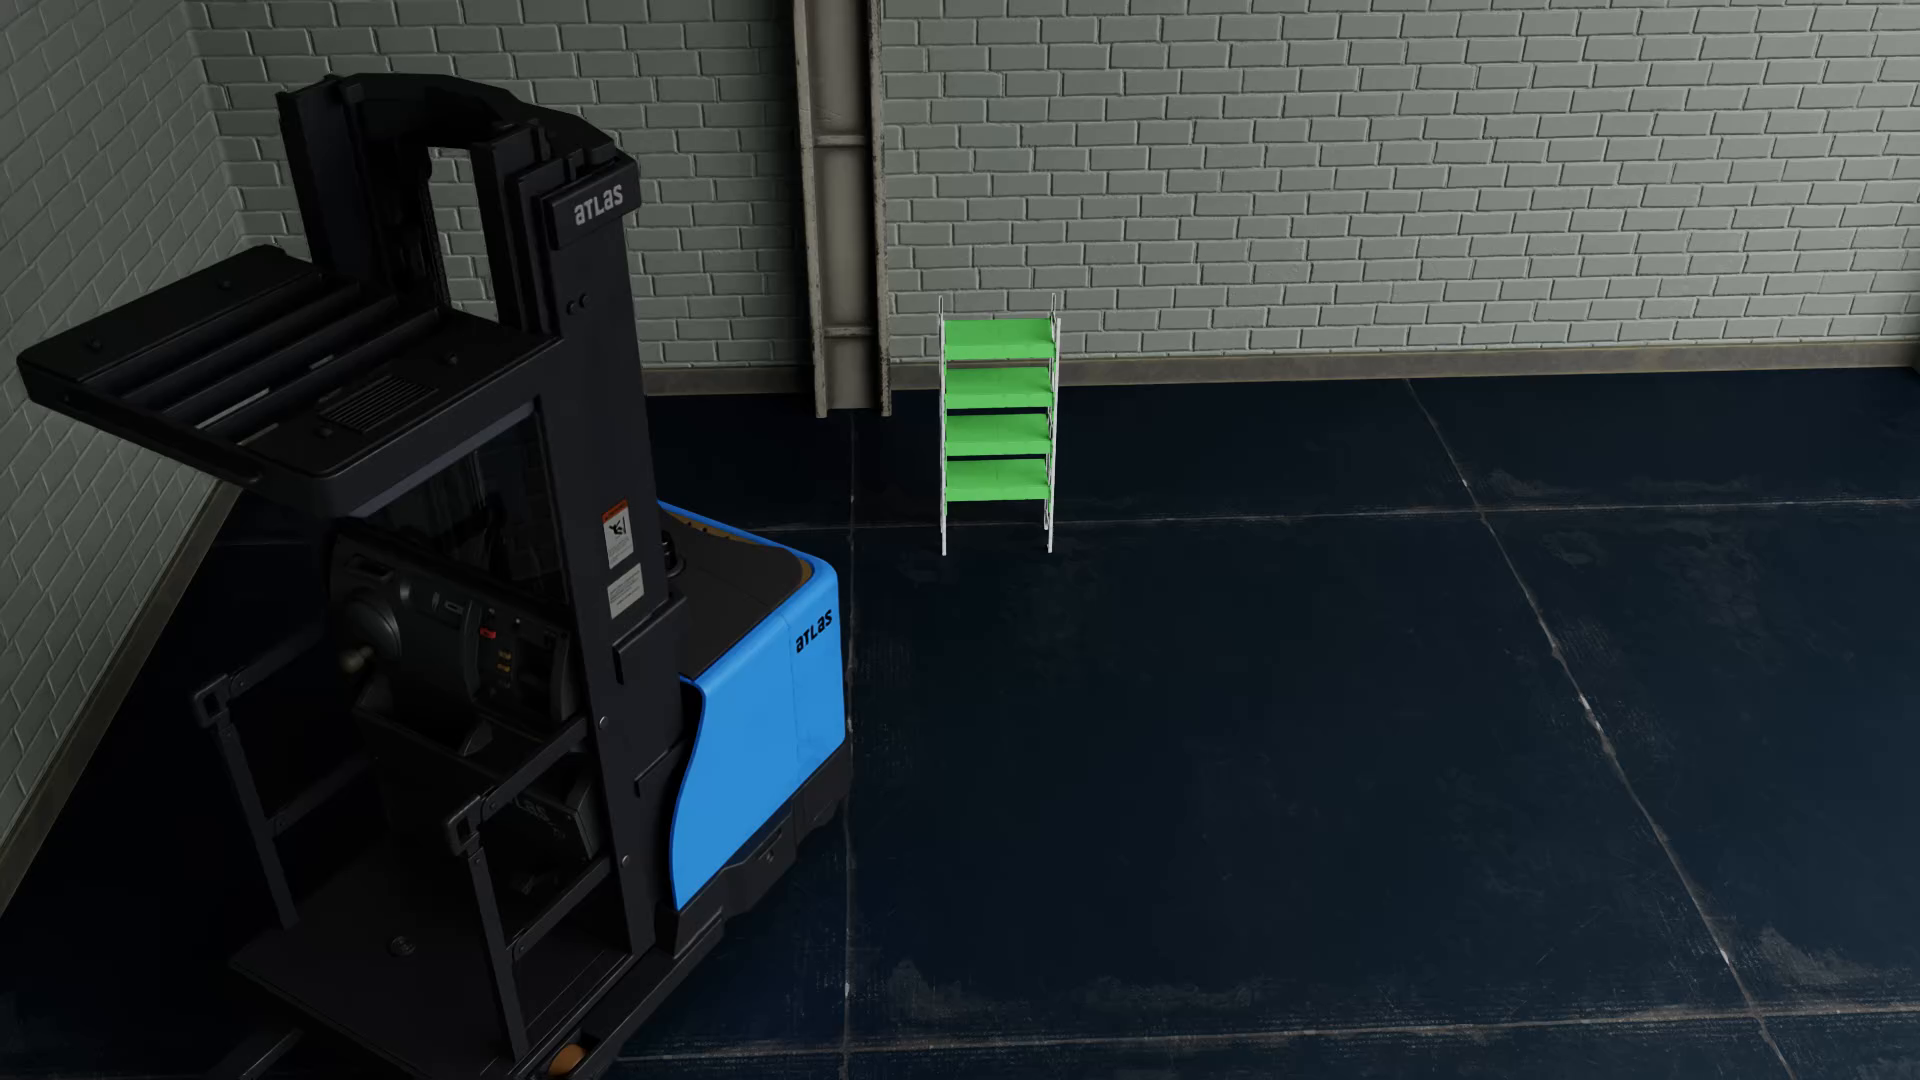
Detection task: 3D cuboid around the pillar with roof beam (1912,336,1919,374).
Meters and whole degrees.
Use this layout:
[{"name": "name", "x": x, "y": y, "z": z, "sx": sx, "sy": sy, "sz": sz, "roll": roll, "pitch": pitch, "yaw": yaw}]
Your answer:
[{"name": "pillar with roof beam", "x": 5.633, "y": -2.145, "z": 2.942, "sx": 0.400, "sy": 9.000, "sz": 9.100, "roll": -2, "pitch": 35, "yaw": -2}]

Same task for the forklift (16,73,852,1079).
[{"name": "forklift", "x": -1.595, "y": 0.339, "z": 4.685, "sx": 1.130, "sy": 2.935, "sz": 3.031, "roll": 19, "pitch": 39, "yaw": 25}]

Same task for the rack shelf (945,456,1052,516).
[{"name": "rack shelf", "x": 0.165, "y": -0.248, "z": 7.588, "sx": 0.480, "sy": 0.148, "sz": 0.258, "roll": -2, "pitch": 35, "yaw": -2}]

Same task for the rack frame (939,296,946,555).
[{"name": "rack frame", "x": -0.078, "y": -0.491, "z": 7.406, "sx": 0.015, "sy": 1.200, "sz": 0.240, "roll": -2, "pitch": 35, "yaw": -2}]

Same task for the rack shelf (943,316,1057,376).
[{"name": "rack shelf", "x": 0.165, "y": -0.840, "z": 7.178, "sx": 0.480, "sy": 0.148, "sz": 0.258, "roll": -2, "pitch": 35, "yaw": -2}]

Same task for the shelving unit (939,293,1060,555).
[{"name": "shelving unit", "x": 0.165, "y": -0.498, "z": 7.415, "sx": 0.503, "sy": 1.200, "sz": 0.258, "roll": -2, "pitch": 35, "yaw": -2}]

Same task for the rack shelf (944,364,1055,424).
[{"name": "rack shelf", "x": 0.165, "y": -0.643, "z": 7.315, "sx": 0.480, "sy": 0.148, "sz": 0.258, "roll": -2, "pitch": 35, "yaw": -2}]

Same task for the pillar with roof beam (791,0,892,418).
[{"name": "pillar with roof beam", "x": -0.360, "y": -1.984, "z": 2.709, "sx": 0.400, "sy": 9.000, "sz": 9.100, "roll": -2, "pitch": 35, "yaw": -2}]

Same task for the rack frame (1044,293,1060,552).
[{"name": "rack frame", "x": 0.409, "y": -0.504, "z": 7.425, "sx": 0.015, "sy": 1.200, "sz": 0.240, "roll": -2, "pitch": 35, "yaw": -2}]

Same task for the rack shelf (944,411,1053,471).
[{"name": "rack shelf", "x": 0.165, "y": -0.445, "z": 7.451, "sx": 0.480, "sy": 0.148, "sz": 0.258, "roll": -2, "pitch": 35, "yaw": -2}]
